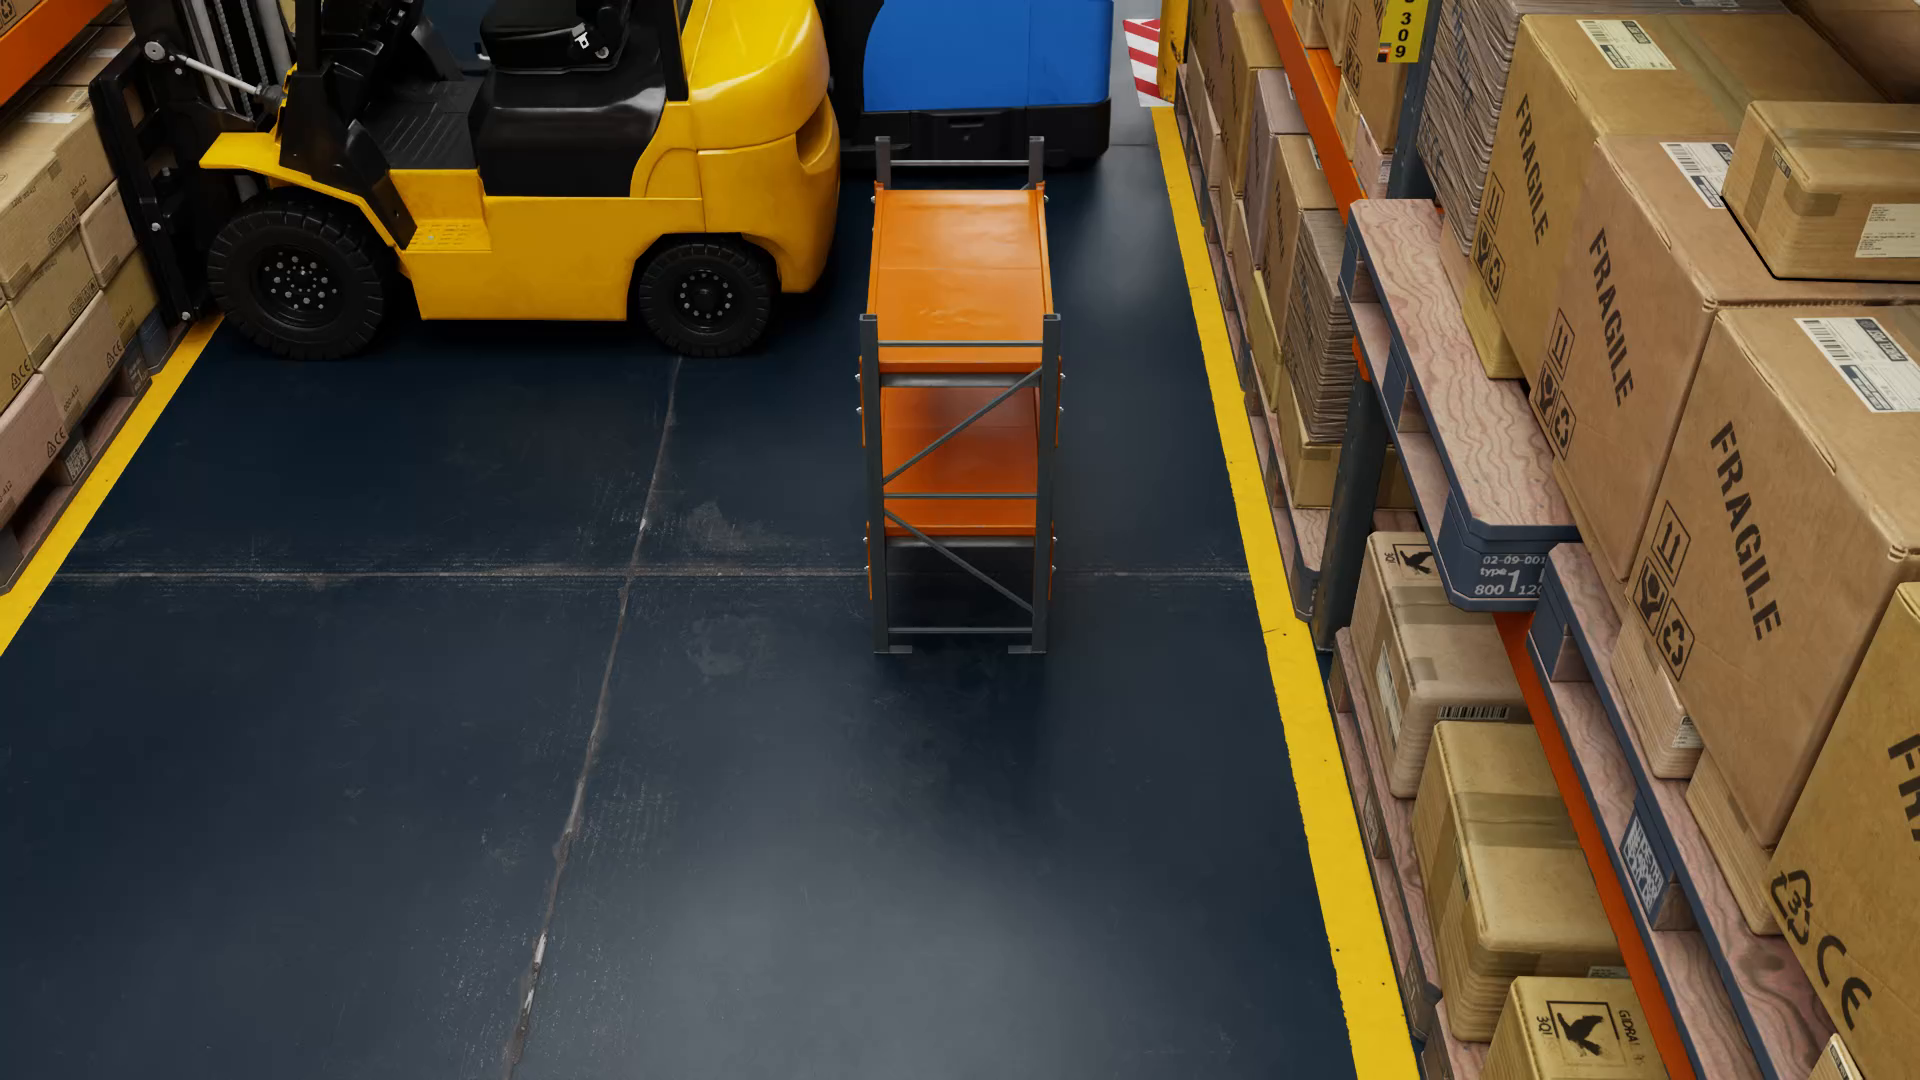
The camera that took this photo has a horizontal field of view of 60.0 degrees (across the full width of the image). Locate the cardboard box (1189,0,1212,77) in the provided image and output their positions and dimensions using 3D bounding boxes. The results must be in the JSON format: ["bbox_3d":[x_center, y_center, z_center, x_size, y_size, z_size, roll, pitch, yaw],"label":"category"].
[{"bbox_3d":[1.258,-2.244,6.915,0.500,0.500,0.500,-1,39,-2],"label":"cardboard box"}]

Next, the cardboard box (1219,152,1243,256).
[{"bbox_3d":[1.263,-1.306,6.344,0.500,0.250,0.500,2,39,3],"label":"cardboard box"}]

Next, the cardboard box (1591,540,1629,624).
[{"bbox_3d":[1.247,0.050,2.654,0.380,0.149,0.250,0,39,0],"label":"cardboard box"}]

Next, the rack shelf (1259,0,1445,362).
[{"bbox_3d":[1.535,-1.849,5.734,1.077,0.370,4.000,0,39,0],"label":"rack shelf"}]

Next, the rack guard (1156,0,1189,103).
[{"bbox_3d":[1.533,-2.357,7.792,1.175,0.500,0.348,0,39,0],"label":"rack guard"}]

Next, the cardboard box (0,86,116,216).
[{"bbox_3d":[-3.116,-1.288,5.521,0.500,0.250,0.500,1,39,1],"label":"cardboard box"}]

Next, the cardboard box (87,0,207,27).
[{"bbox_3d":[-3.102,-1.933,6.327,0.500,0.250,0.500,0,39,1],"label":"cardboard box"}]

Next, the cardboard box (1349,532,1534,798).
[{"bbox_3d":[1.540,0.311,4.229,0.950,0.372,0.625,0,39,1],"label":"cardboard box"}]

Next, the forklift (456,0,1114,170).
[{"bbox_3d":[-0.895,-3.001,6.651,3.031,2.935,1.130,-3,39,-4],"label":"forklift"}]

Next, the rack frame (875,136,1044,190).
[{"bbox_3d":[-0.001,-0.753,5.290,0.500,1.125,0.032,0,39,0],"label":"rack frame"}]

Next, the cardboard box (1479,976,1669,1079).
[{"bbox_3d":[1.547,1.195,3.125,0.950,0.372,0.625,1,39,1],"label":"cardboard box"}]

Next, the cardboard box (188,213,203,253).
[{"bbox_3d":[-3.109,-1.223,6.240,0.500,0.250,0.500,1,39,1],"label":"cardboard box"}]

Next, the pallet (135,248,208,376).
[{"bbox_3d":[-3.390,-1.047,6.388,1.003,0.211,1.213,0,39,0],"label":"pallet"}]

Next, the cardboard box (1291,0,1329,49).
[{"bbox_3d":[1.228,-1.617,5.070,0.380,0.149,0.250,-1,39,-1],"label":"cardboard box"}]

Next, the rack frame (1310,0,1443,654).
[{"bbox_3d":[1.537,-0.879,3.948,1.000,3.000,0.127,0,39,0],"label":"rack frame"}]

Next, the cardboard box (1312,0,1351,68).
[{"bbox_3d":[1.281,-1.633,4.572,0.500,0.500,0.500,1,39,1],"label":"cardboard box"}]

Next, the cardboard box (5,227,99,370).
[{"bbox_3d":[-3.121,-0.777,5.284,0.500,0.250,0.500,0,39,0],"label":"cardboard box"}]

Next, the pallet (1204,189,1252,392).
[{"bbox_3d":[1.497,-0.975,6.298,1.003,0.211,1.213,0,39,0],"label":"pallet"}]

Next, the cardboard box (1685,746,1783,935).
[{"bbox_3d":[1.225,0.383,2.238,0.380,0.149,0.250,-1,39,-1],"label":"cardboard box"}]

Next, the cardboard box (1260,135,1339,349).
[{"bbox_3d":[1.266,-0.950,5.300,0.500,0.500,0.500,1,39,1],"label":"cardboard box"}]

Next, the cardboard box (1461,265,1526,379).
[{"bbox_3d":[1.213,-0.443,3.269,0.380,0.149,0.250,1,39,1],"label":"cardboard box"}]

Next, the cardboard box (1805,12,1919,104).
[{"bbox_3d":[1.769,-0.599,2.945,0.500,0.500,0.500,0,39,0],"label":"cardboard box"}]

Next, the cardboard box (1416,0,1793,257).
[{"bbox_3d":[1.251,-0.904,3.326,0.500,0.500,0.500,1,39,1],"label":"cardboard box"}]

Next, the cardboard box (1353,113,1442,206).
[{"bbox_3d":[1.232,-0.982,4.277,0.380,0.149,0.250,0,39,-1],"label":"cardboard box"}]

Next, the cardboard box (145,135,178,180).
[{"bbox_3d":[-3.109,-1.407,6.070,0.500,0.250,0.500,0,39,0],"label":"cardboard box"}]

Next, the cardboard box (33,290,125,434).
[{"bbox_3d":[-3.112,-0.584,5.443,0.500,0.250,0.500,-1,39,-1],"label":"cardboard box"}]

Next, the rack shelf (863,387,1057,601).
[{"bbox_3d":[0.000,-0.244,5.046,0.538,0.278,1.000,0,39,0],"label":"rack shelf"}]

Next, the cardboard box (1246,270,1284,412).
[{"bbox_3d":[1.257,-0.672,5.553,0.500,0.250,0.500,-1,39,-1],"label":"cardboard box"}]

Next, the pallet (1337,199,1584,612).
[{"bbox_3d":[1.393,-0.326,3.411,1.003,0.211,1.213,0,39,0],"label":"pallet"}]

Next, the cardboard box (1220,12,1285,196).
[{"bbox_3d":[1.255,-1.604,6.116,0.500,0.500,0.500,1,39,1],"label":"cardboard box"}]

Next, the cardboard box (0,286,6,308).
[{"bbox_3d":[-3.113,-0.657,4.734,0.500,0.250,0.500,-1,39,-1],"label":"cardboard box"}]

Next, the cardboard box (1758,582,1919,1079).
[{"bbox_3d":[1.250,0.381,1.723,0.500,0.500,0.500,-3,39,-3],"label":"cardboard box"}]

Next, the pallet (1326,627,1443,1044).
[{"bbox_3d":[1.540,0.696,4.212,1.003,0.211,1.213,0,39,0],"label":"pallet"}]

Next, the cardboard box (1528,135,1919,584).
[{"bbox_3d":[1.239,-0.282,2.550,0.500,0.500,0.500,0,39,0],"label":"cardboard box"}]

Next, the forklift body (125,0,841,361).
[{"bbox_3d":[-1.604,-1.859,5.849,2.313,2.155,1.214,0,39,0],"label":"forklift body"}]

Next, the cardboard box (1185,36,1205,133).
[{"bbox_3d":[1.257,-1.966,7.168,0.500,0.250,0.500,0,39,0],"label":"cardboard box"}]

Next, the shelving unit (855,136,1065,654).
[{"bbox_3d":[0.000,-0.435,4.893,0.538,1.125,1.048,0,39,0],"label":"shelving unit"}]
